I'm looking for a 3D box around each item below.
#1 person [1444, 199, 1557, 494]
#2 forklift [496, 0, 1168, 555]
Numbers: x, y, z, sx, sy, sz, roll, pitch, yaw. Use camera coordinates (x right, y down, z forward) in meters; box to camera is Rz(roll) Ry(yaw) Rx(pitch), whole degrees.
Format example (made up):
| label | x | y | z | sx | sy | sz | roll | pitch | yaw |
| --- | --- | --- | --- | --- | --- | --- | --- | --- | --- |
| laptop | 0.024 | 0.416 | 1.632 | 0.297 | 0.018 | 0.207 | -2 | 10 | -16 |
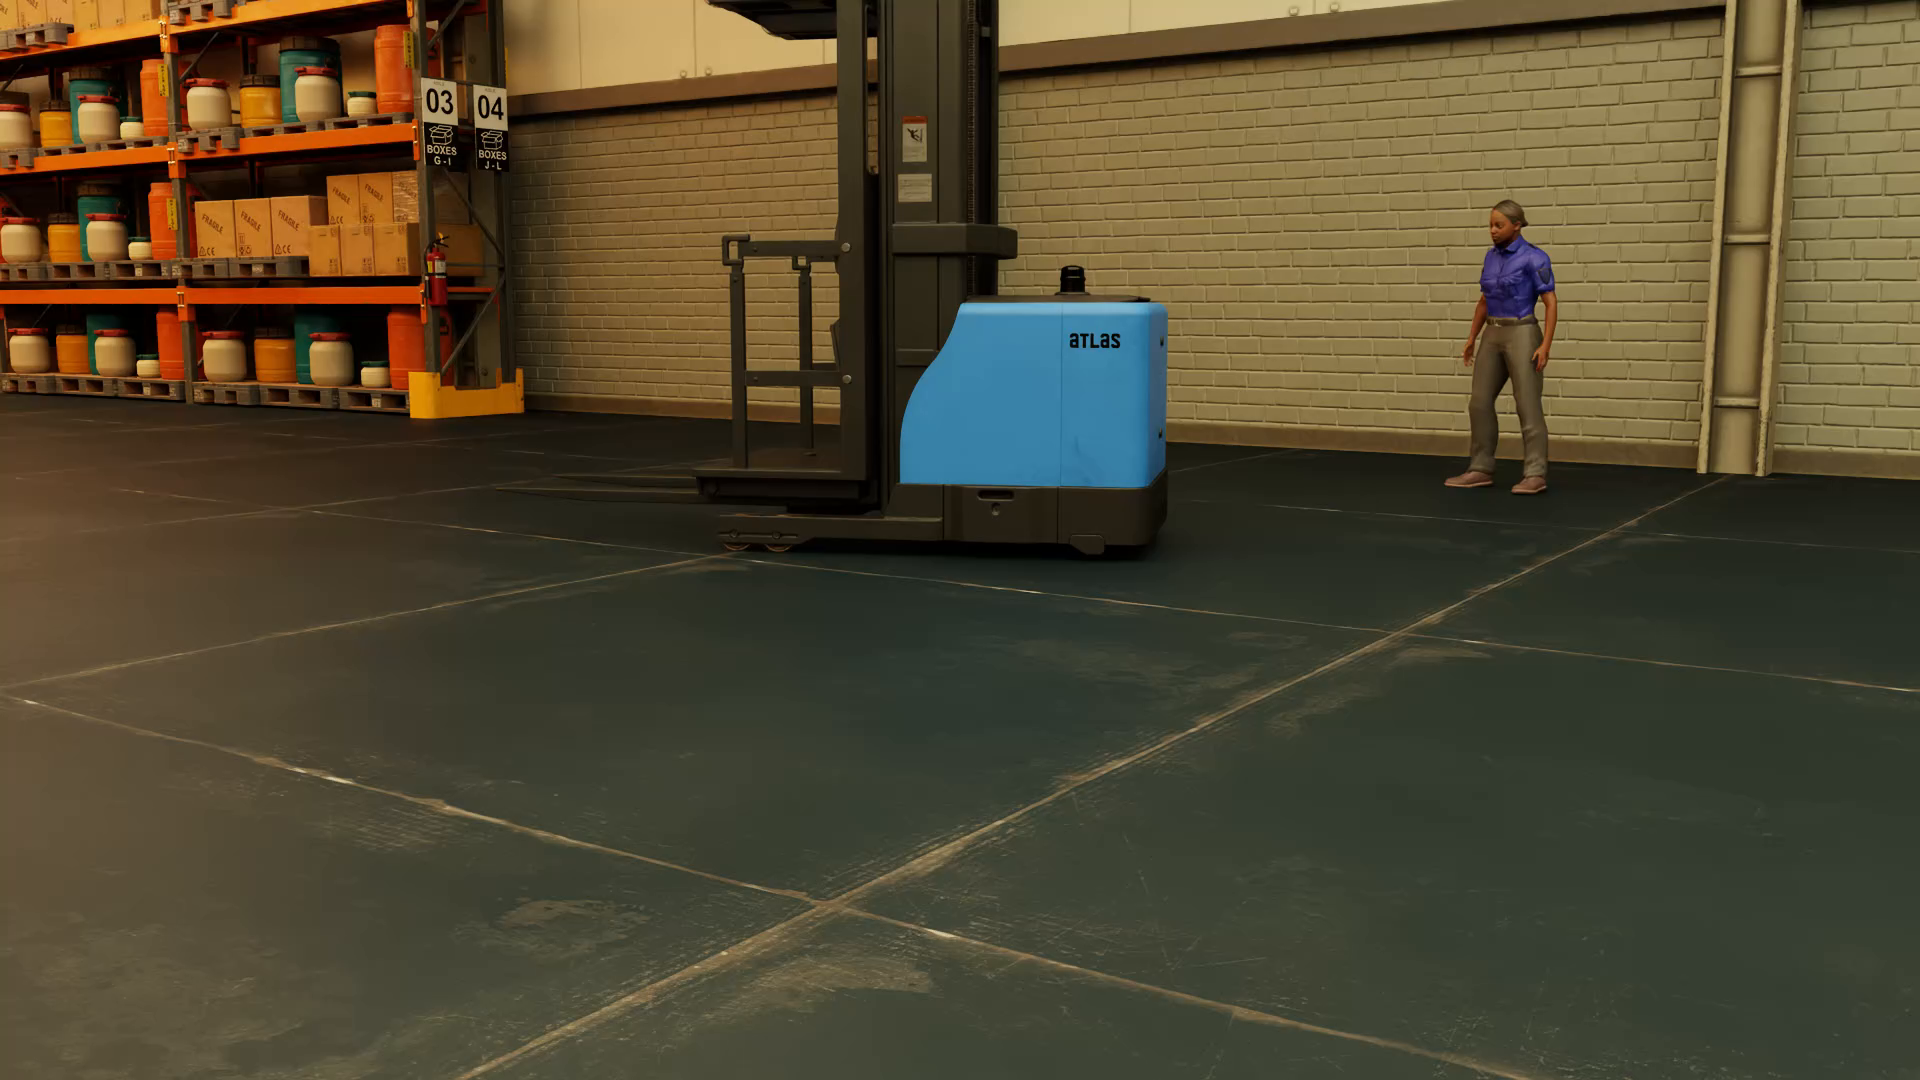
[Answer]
| label | x | y | z | sx | sy | sz | roll | pitch | yaw |
| --- | --- | --- | --- | --- | --- | --- | --- | --- | --- |
| person | 3.152 | -1.112 | 9.570 | 0.395 | 1.661 | 0.590 | -5 | 9 | -30 |
| forklift | -0.596 | -1.469 | 7.520 | 3.031 | 2.935 | 1.130 | 2 | 8 | 12 |
